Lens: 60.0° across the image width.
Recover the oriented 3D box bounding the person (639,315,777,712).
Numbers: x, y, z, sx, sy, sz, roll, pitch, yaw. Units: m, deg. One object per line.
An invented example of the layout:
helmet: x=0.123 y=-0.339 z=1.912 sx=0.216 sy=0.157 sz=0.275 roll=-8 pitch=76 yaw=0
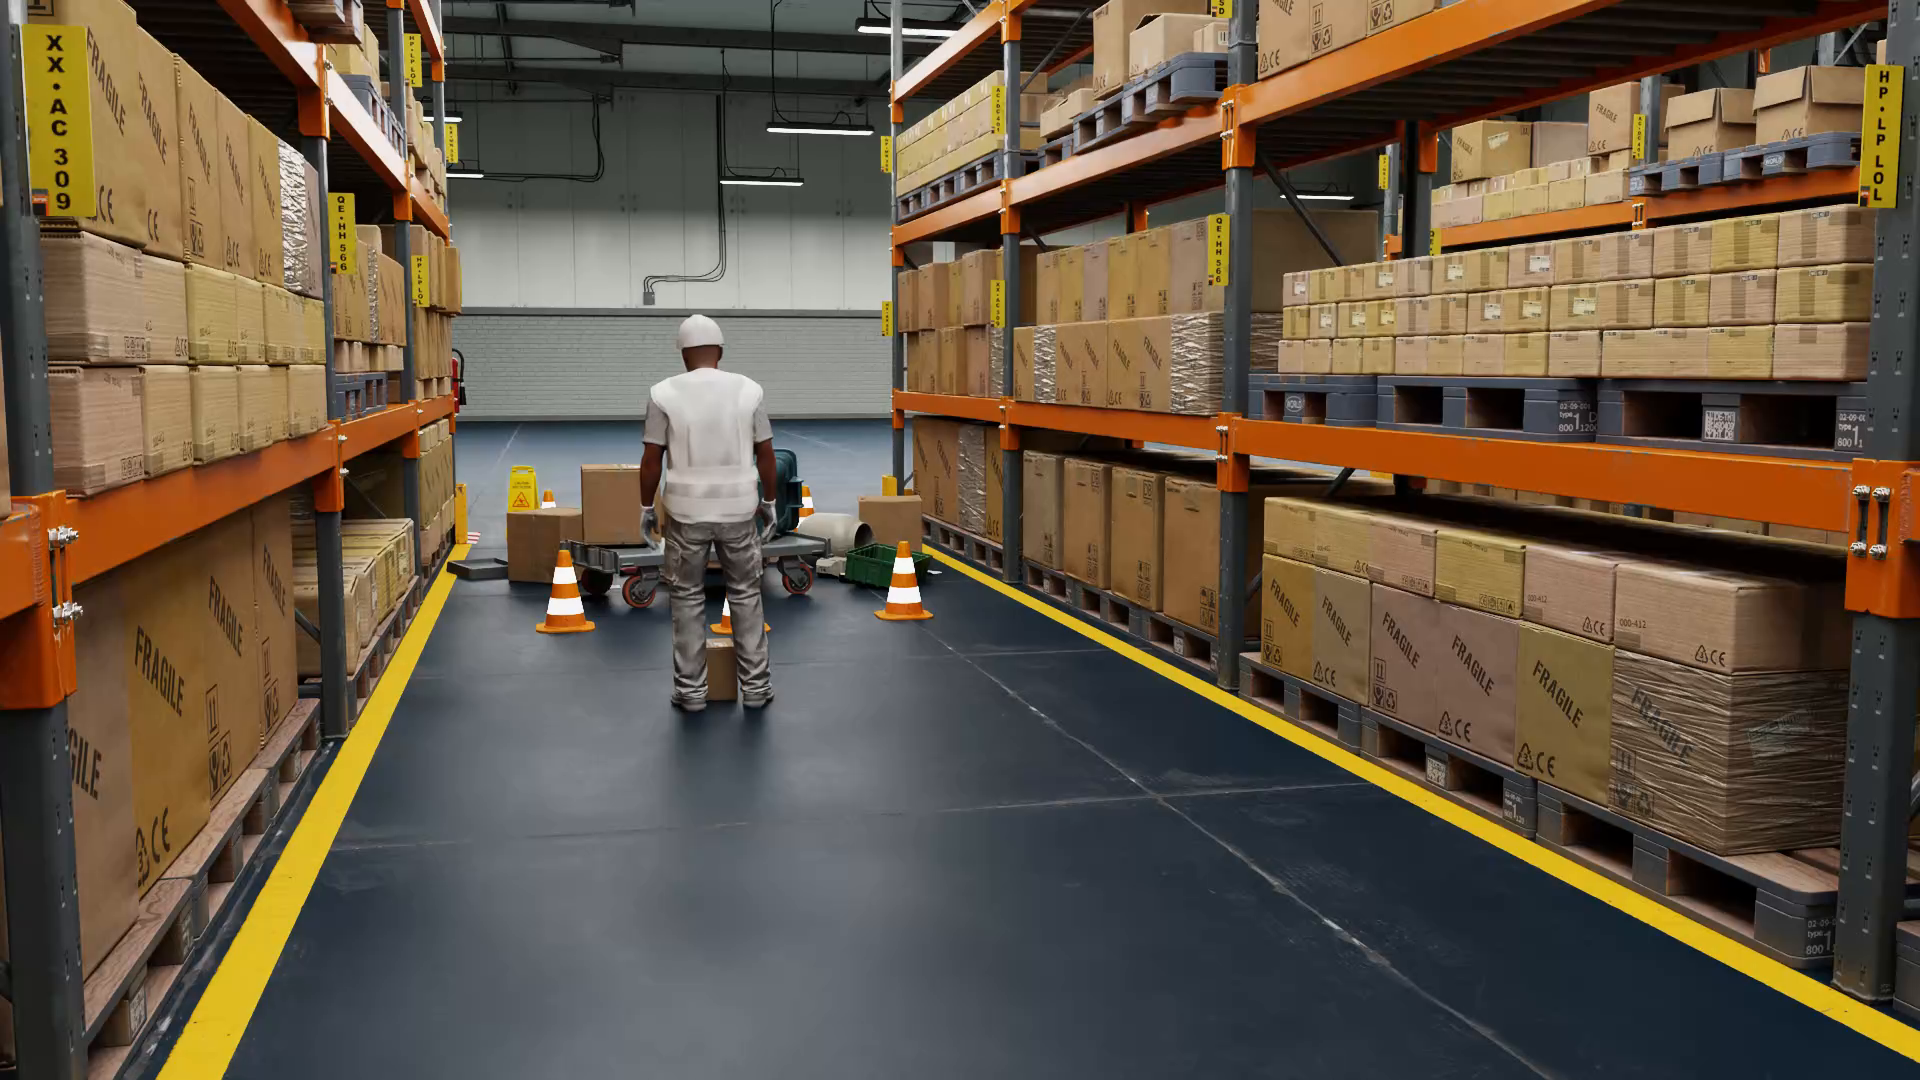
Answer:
person: x=-1.133 y=-0.124 z=7.515 sx=0.631 sy=1.775 sz=0.443 roll=-2 pitch=6 yaw=-16
